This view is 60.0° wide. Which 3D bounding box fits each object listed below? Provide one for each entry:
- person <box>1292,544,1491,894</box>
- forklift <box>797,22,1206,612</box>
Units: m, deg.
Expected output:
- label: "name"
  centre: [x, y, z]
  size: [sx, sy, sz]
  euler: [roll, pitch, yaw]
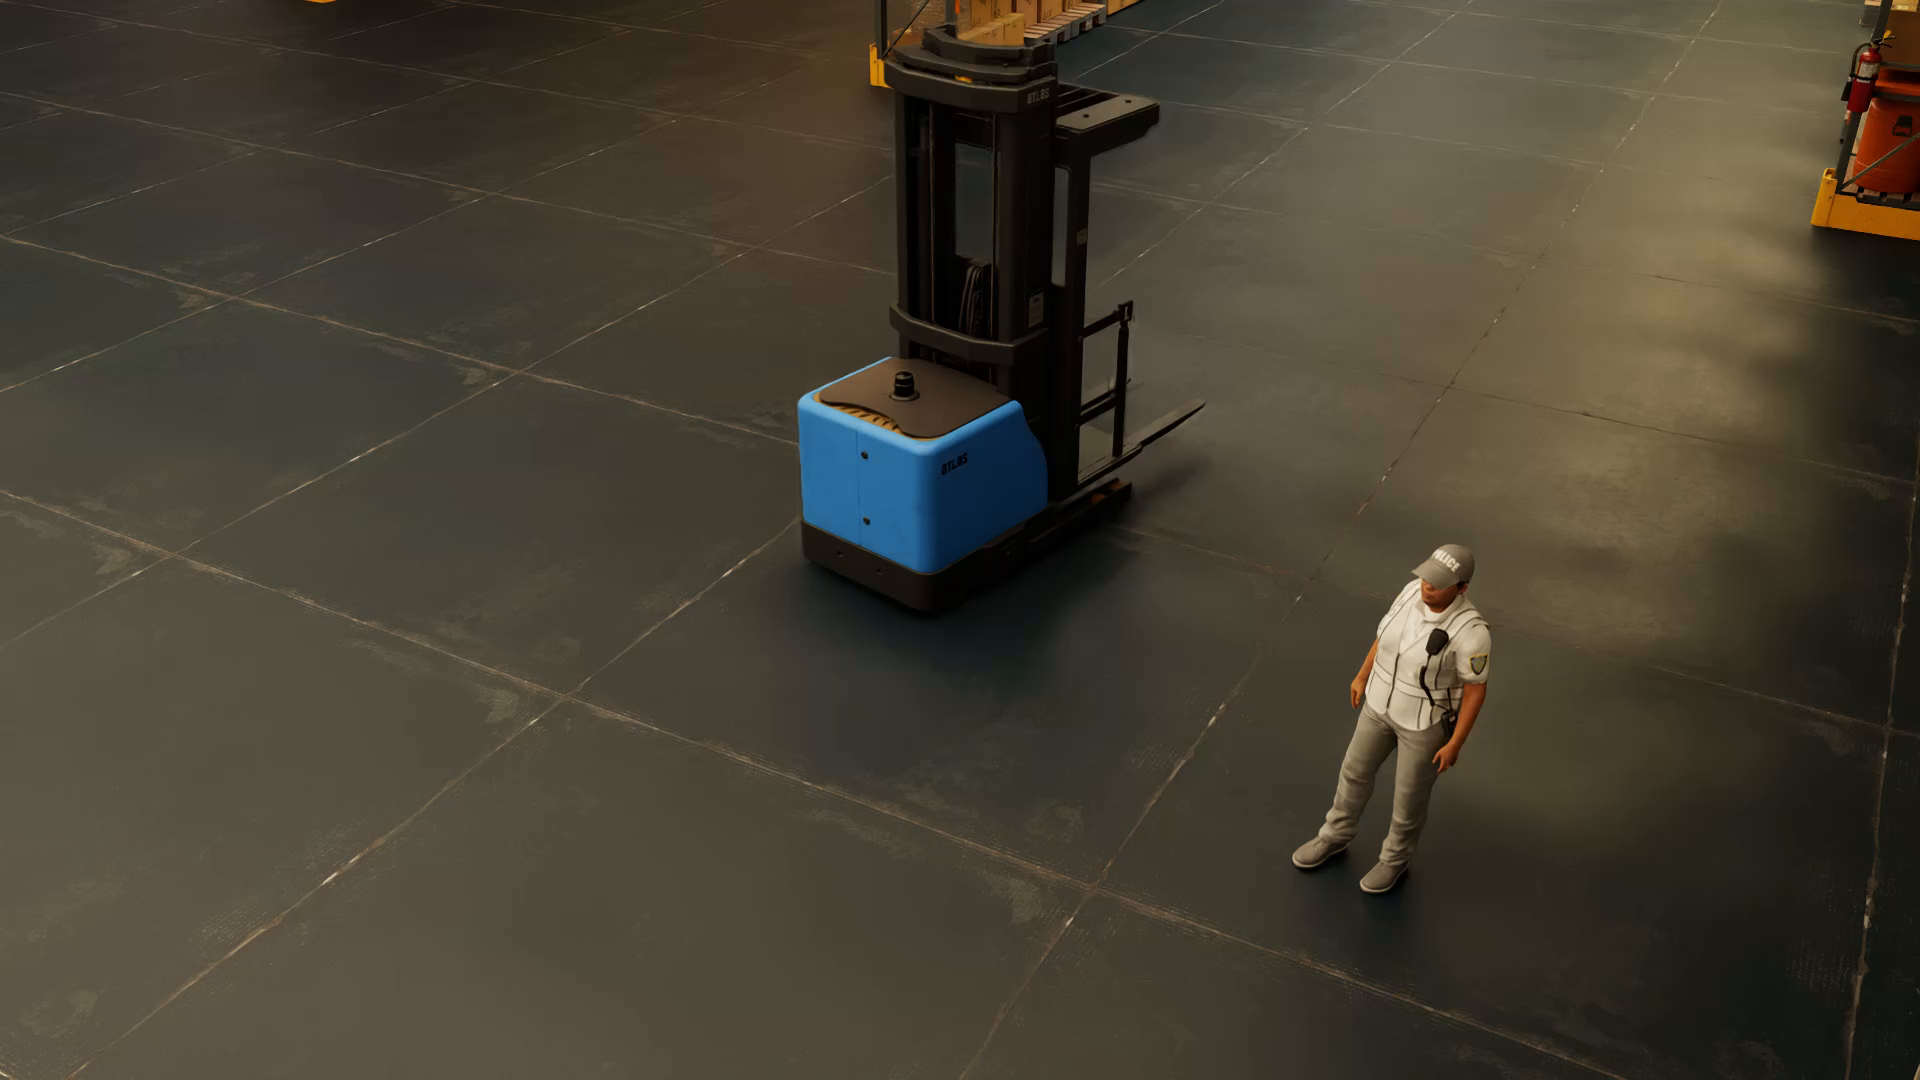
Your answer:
- label: "person"
  centre: [1.850, 0.762, 7.007]
  size: [0.531, 1.673, 0.586]
  euler: [-20, 35, -30]
- label: "forklift"
  centre: [0.415, -1.536, 9.732]
  size: [1.130, 2.935, 3.031]
  euler: [23, 37, 34]
